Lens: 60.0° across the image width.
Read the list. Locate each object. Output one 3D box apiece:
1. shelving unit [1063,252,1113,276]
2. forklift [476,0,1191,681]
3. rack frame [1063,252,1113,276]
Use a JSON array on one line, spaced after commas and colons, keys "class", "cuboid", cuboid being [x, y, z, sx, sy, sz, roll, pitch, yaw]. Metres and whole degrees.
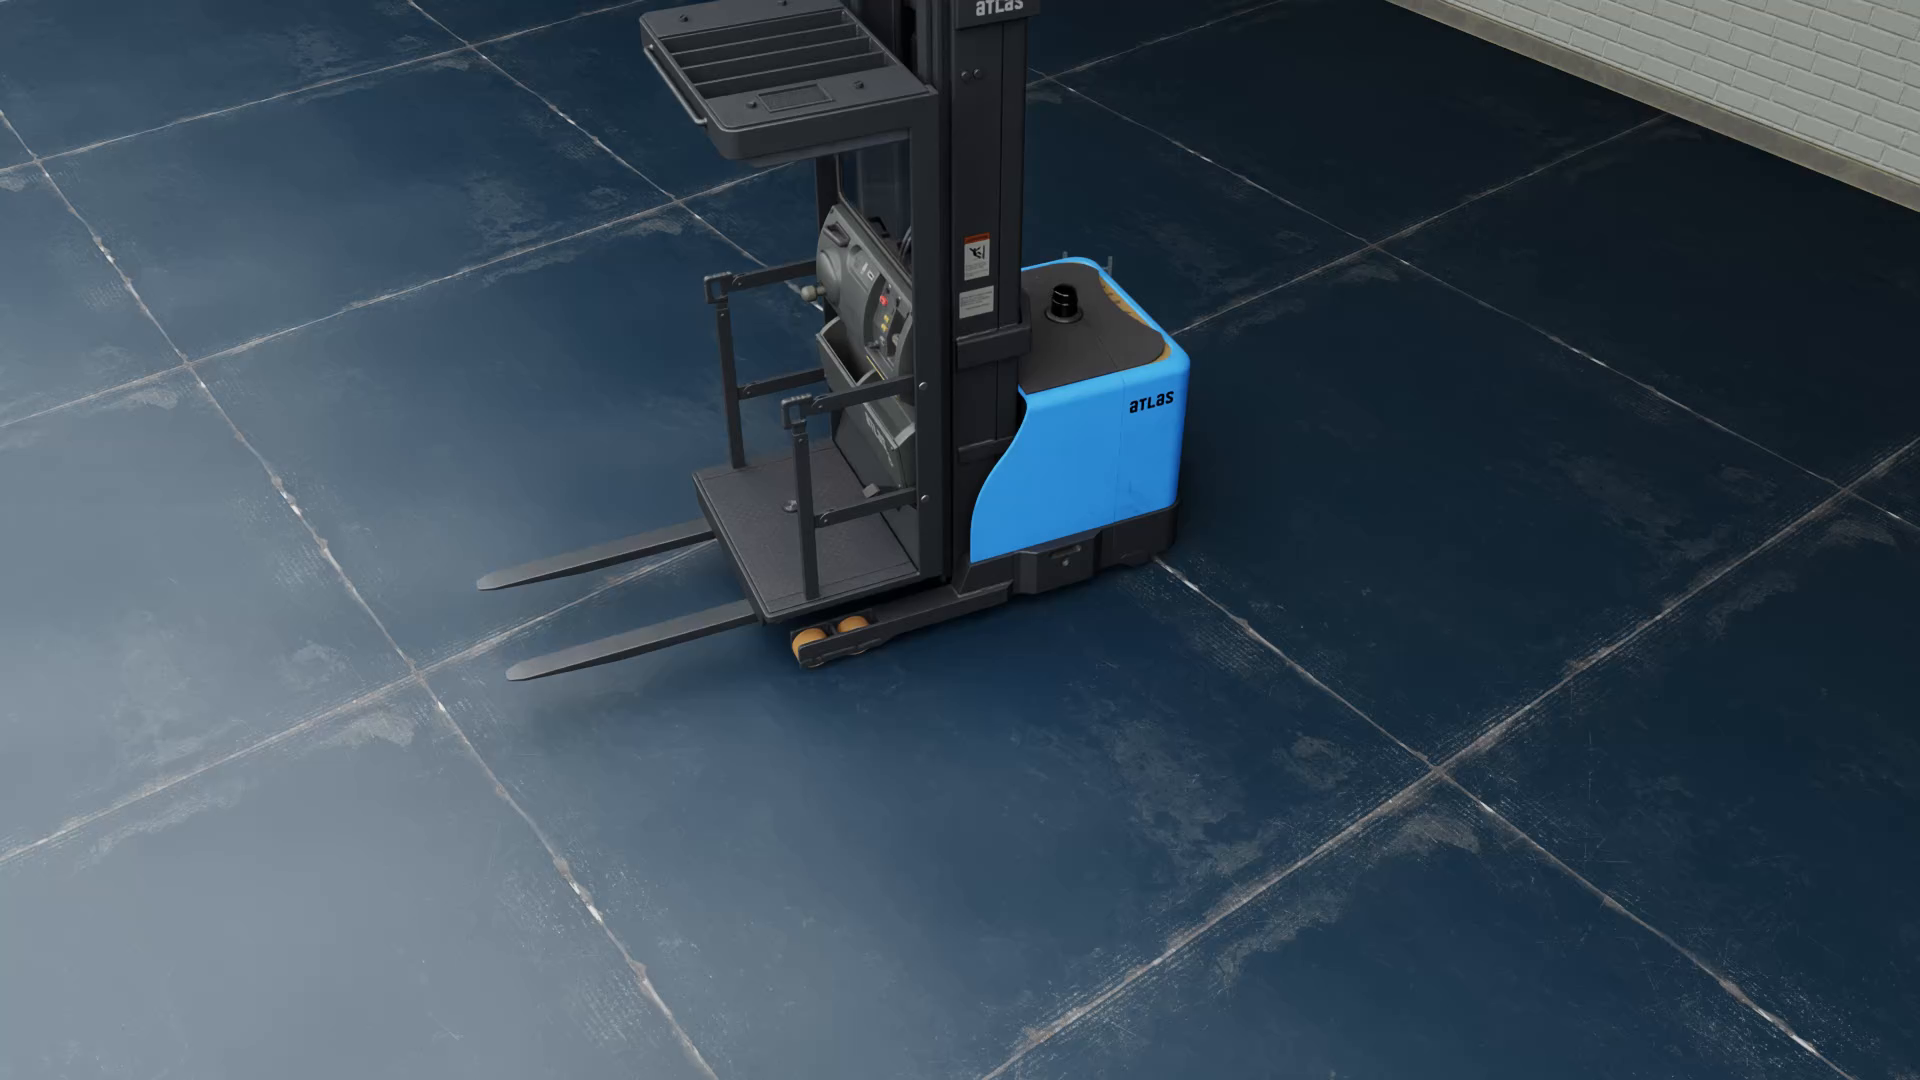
[{"class": "shelving unit", "cuboid": [0.591, -0.953, 8.193, 0.258, 0.900, 0.210, 7, 36, 9]}, {"class": "forklift", "cuboid": [-0.572, -0.974, 6.626, 3.031, 2.935, 1.130, -16, 42, -18]}, {"class": "rack frame", "cuboid": [0.611, -1.011, 8.274, 0.240, 0.900, 0.006, 7, 36, 9]}]
